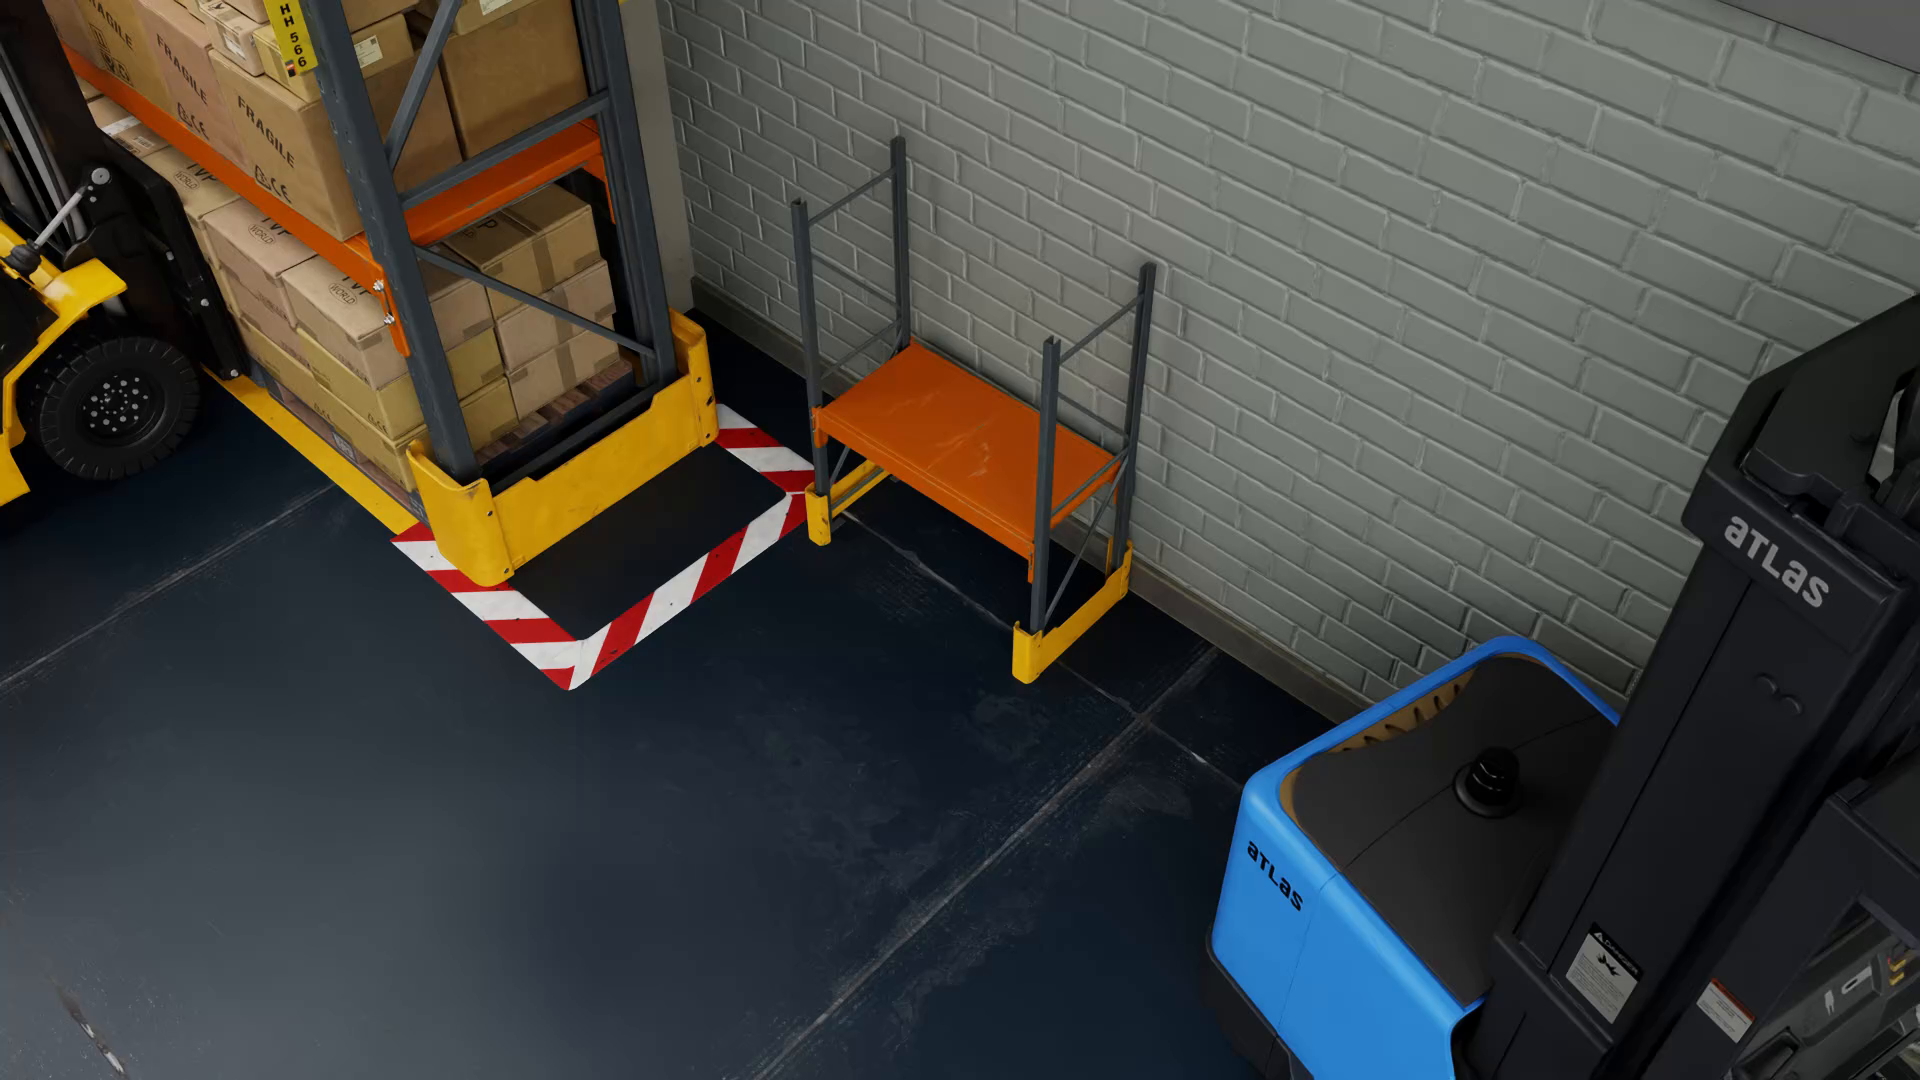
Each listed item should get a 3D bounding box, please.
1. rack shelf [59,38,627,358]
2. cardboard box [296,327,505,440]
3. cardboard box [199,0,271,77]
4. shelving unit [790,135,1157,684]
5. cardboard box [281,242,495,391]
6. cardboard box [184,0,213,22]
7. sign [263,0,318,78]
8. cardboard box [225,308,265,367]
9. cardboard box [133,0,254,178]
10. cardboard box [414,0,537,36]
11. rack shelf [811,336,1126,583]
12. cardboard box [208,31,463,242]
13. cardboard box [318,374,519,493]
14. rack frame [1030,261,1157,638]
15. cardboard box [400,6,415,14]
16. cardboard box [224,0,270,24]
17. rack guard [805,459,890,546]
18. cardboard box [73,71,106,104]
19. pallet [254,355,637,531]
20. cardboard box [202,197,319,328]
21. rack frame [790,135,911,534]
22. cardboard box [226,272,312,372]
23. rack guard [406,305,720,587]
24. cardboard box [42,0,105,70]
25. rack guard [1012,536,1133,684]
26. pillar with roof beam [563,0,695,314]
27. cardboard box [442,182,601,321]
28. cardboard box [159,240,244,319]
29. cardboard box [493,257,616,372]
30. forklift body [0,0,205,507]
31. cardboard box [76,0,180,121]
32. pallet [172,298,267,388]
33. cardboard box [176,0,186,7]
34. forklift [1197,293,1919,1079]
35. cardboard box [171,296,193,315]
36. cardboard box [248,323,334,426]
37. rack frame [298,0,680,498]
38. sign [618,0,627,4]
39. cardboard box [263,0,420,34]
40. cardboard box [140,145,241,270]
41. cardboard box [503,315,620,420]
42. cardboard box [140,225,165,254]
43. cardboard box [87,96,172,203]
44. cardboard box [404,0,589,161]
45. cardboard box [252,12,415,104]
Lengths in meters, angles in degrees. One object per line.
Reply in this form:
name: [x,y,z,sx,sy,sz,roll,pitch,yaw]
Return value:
rack shelf: [-2.945,-1.988,6.552,4.000,0.370,1.077,34,55,28]
cardboard box: [-2.045,-0.692,6.097,0.500,0.250,0.500,33,55,27]
cardboard box: [-2.128,-1.633,5.212,0.250,0.149,0.380,35,56,28]
shelving unit: [0.022,-0.427,5.622,1.083,1.500,0.587,33,55,27]
cardboard box: [-2.026,-0.851,5.903,0.500,0.250,0.500,36,56,29]
cardboard box: [-2.278,-1.794,5.364,0.250,0.149,0.380,35,56,28]
sign: [-1.854,-1.439,4.587,0.005,0.325,0.100,34,55,28]
cardboard box: [-2.756,-1.014,6.743,0.500,0.250,0.500,35,56,28]
cardboard box: [-2.390,-1.644,5.667,0.500,0.500,0.500,36,56,29]
cardboard box: [-1.549,-1.808,5.377,0.250,0.149,0.380,33,55,27]
rack shelf: [0.029,-0.299,5.749,1.000,0.185,0.538,33,55,27]
cardboard box: [-2.015,-1.382,5.422,0.500,0.500,0.500,33,55,27]
cardboard box: [-2.035,-0.511,6.270,0.500,0.250,0.500,34,56,28]
rack frame: [0.412,-0.179,5.389,0.032,1.500,0.500,33,55,27]
cardboard box: [-1.774,-1.896,5.459,0.250,0.149,0.380,34,55,28]
cardboard box: [-2.084,-1.773,5.139,0.250,0.149,0.380,34,55,28]
rack guard: [-0.353,-0.238,6.302,0.087,0.250,0.587,33,55,27]
cardboard box: [-3.530,-1.862,6.853,0.500,0.250,0.500,36,56,29]
pallet: [-2.066,-0.646,6.712,1.213,0.211,1.003,34,55,28]
cardboard box: [-2.405,-1.100,6.137,0.500,0.250,0.500,35,56,28]
rack frame: [-0.353,-0.666,5.847,0.032,1.500,0.500,33,55,27]
cardboard box: [-2.407,-0.946,6.336,0.500,0.250,0.500,33,55,27]
rack guard: [-1.458,-0.378,6.262,0.348,0.500,1.175,34,55,28]
cardboard box: [-3.144,-2.139,6.133,0.500,0.500,0.500,34,56,28]
rack guard: [0.397,0.240,5.853,0.087,0.250,0.587,33,55,27]
pillar with roof beam: [-4.296,-1.820,1.786,0.400,9.000,9.100,34,55,28]
cardboard box: [-1.700,-1.129,6.165,0.500,0.250,0.500,33,55,27]
cardboard box: [-2.800,-1.190,6.565,0.500,0.250,0.500,33,55,27]
cardboard box: [-1.680,-0.963,6.351,0.500,0.250,0.500,35,56,28]
forklift body: [-4.106,-0.915,5.634,1.214,2.155,2.313,34,55,28]
cardboard box: [-2.767,-1.897,5.905,0.500,0.500,0.500,33,55,27]
pallet: [-2.958,-1.250,7.278,1.213,0.211,1.003,34,55,28]
cardboard box: [-2.452,-1.923,5.484,0.250,0.149,0.380,34,55,27]
forklift: [1.911,1.066,3.238,1.130,2.935,3.031,-25,52,-21]
cardboard box: [-3.153,-1.259,6.972,0.500,0.250,0.500,36,56,29]
cardboard box: [-2.394,-0.762,6.506,0.500,0.250,0.500,34,55,28]
rack frame: [-1.476,-1.245,5.362,0.127,3.000,1.000,34,55,28]
sign: [-1.095,-1.863,5.294,0.005,0.325,0.100,34,55,28]
cardboard box: [-1.882,-1.667,5.040,0.250,0.149,0.380,34,55,28]
cardboard box: [-2.782,-1.344,6.367,0.500,0.250,0.500,35,56,28]
cardboard box: [-1.704,-0.795,6.537,0.500,0.250,0.500,34,56,28]
cardboard box: [-3.165,-1.439,6.799,0.500,0.250,0.500,34,55,28]
cardboard box: [-3.150,-1.599,6.606,0.500,0.250,0.500,33,55,27]
cardboard box: [-1.651,-1.673,5.695,0.500,0.500,0.500,36,56,29]
cardboard box: [-1.920,-1.523,5.109,0.250,0.149,0.380,35,56,28]
